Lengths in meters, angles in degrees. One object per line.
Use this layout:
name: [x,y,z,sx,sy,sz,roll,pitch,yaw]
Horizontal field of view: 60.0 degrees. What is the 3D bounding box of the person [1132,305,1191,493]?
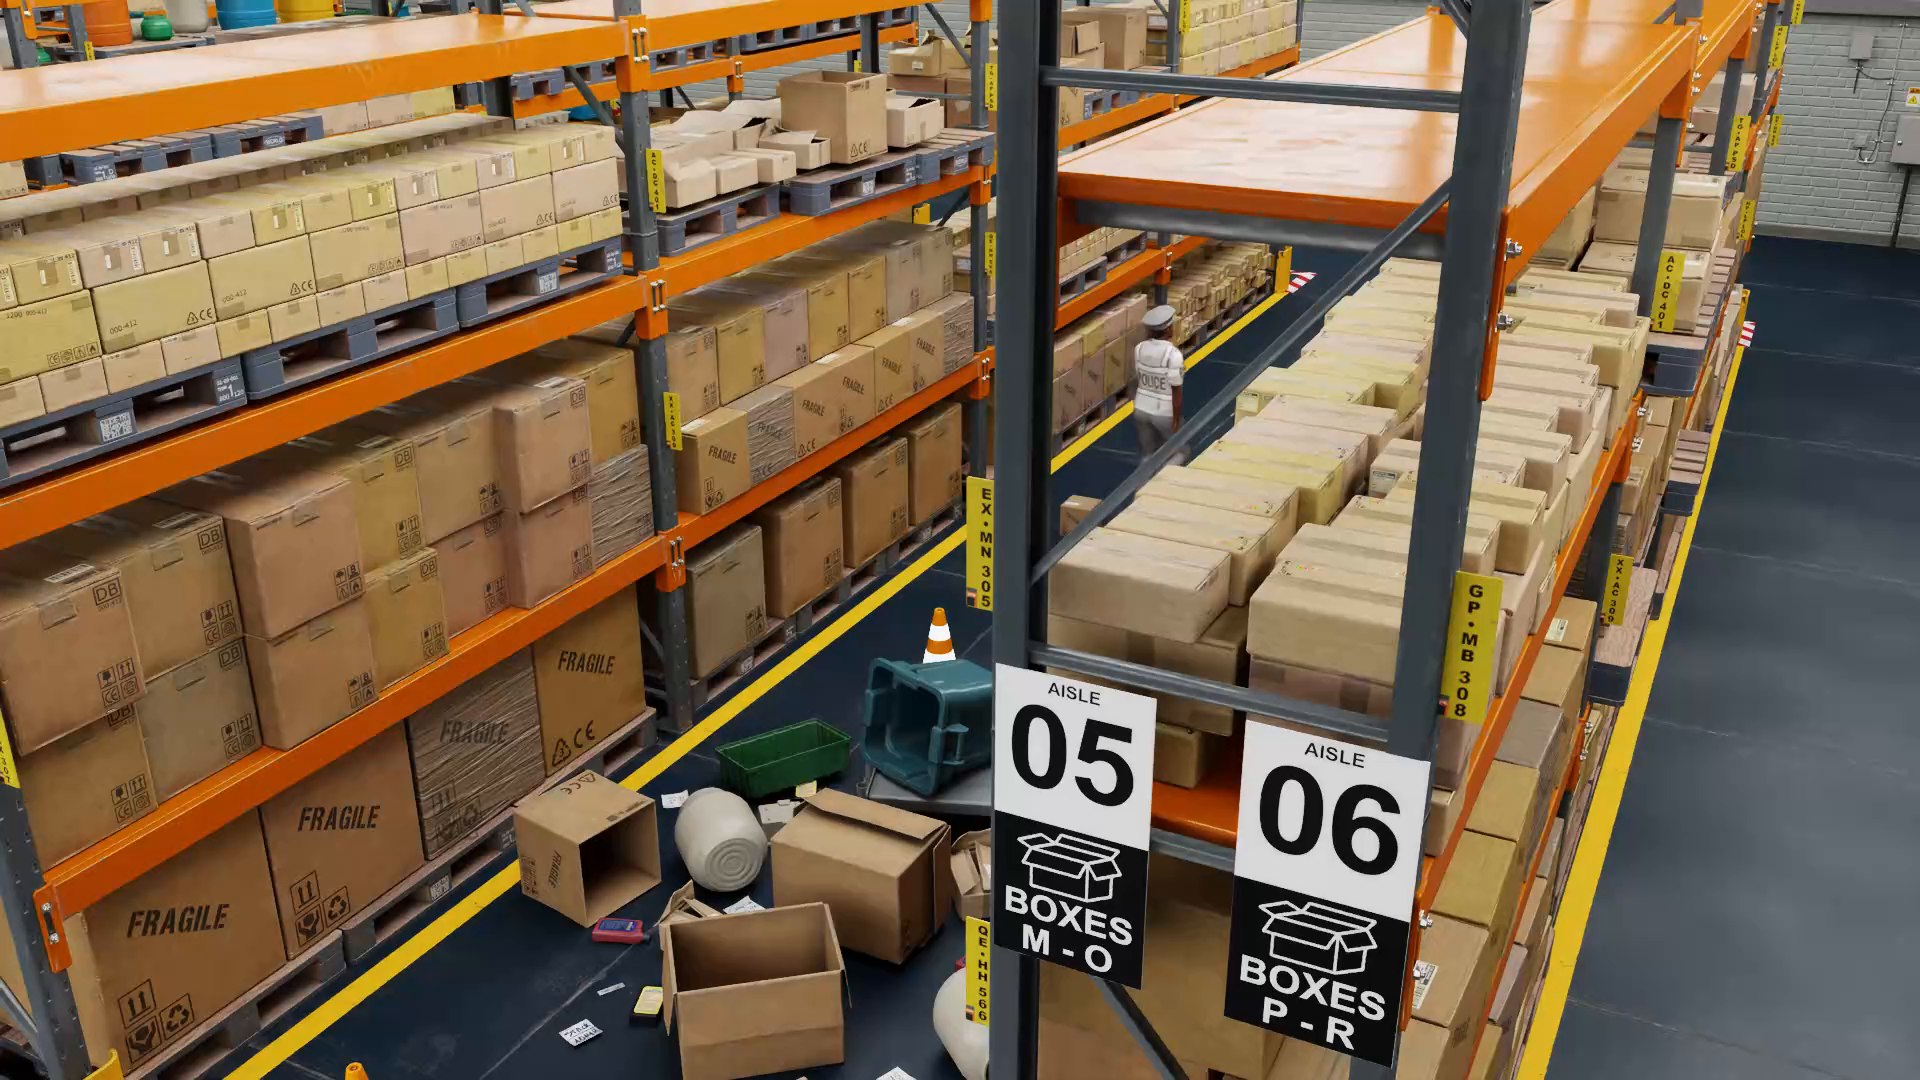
person: [1.555,-0.981,12.842,0.453,1.698,0.425,17,28,35]
